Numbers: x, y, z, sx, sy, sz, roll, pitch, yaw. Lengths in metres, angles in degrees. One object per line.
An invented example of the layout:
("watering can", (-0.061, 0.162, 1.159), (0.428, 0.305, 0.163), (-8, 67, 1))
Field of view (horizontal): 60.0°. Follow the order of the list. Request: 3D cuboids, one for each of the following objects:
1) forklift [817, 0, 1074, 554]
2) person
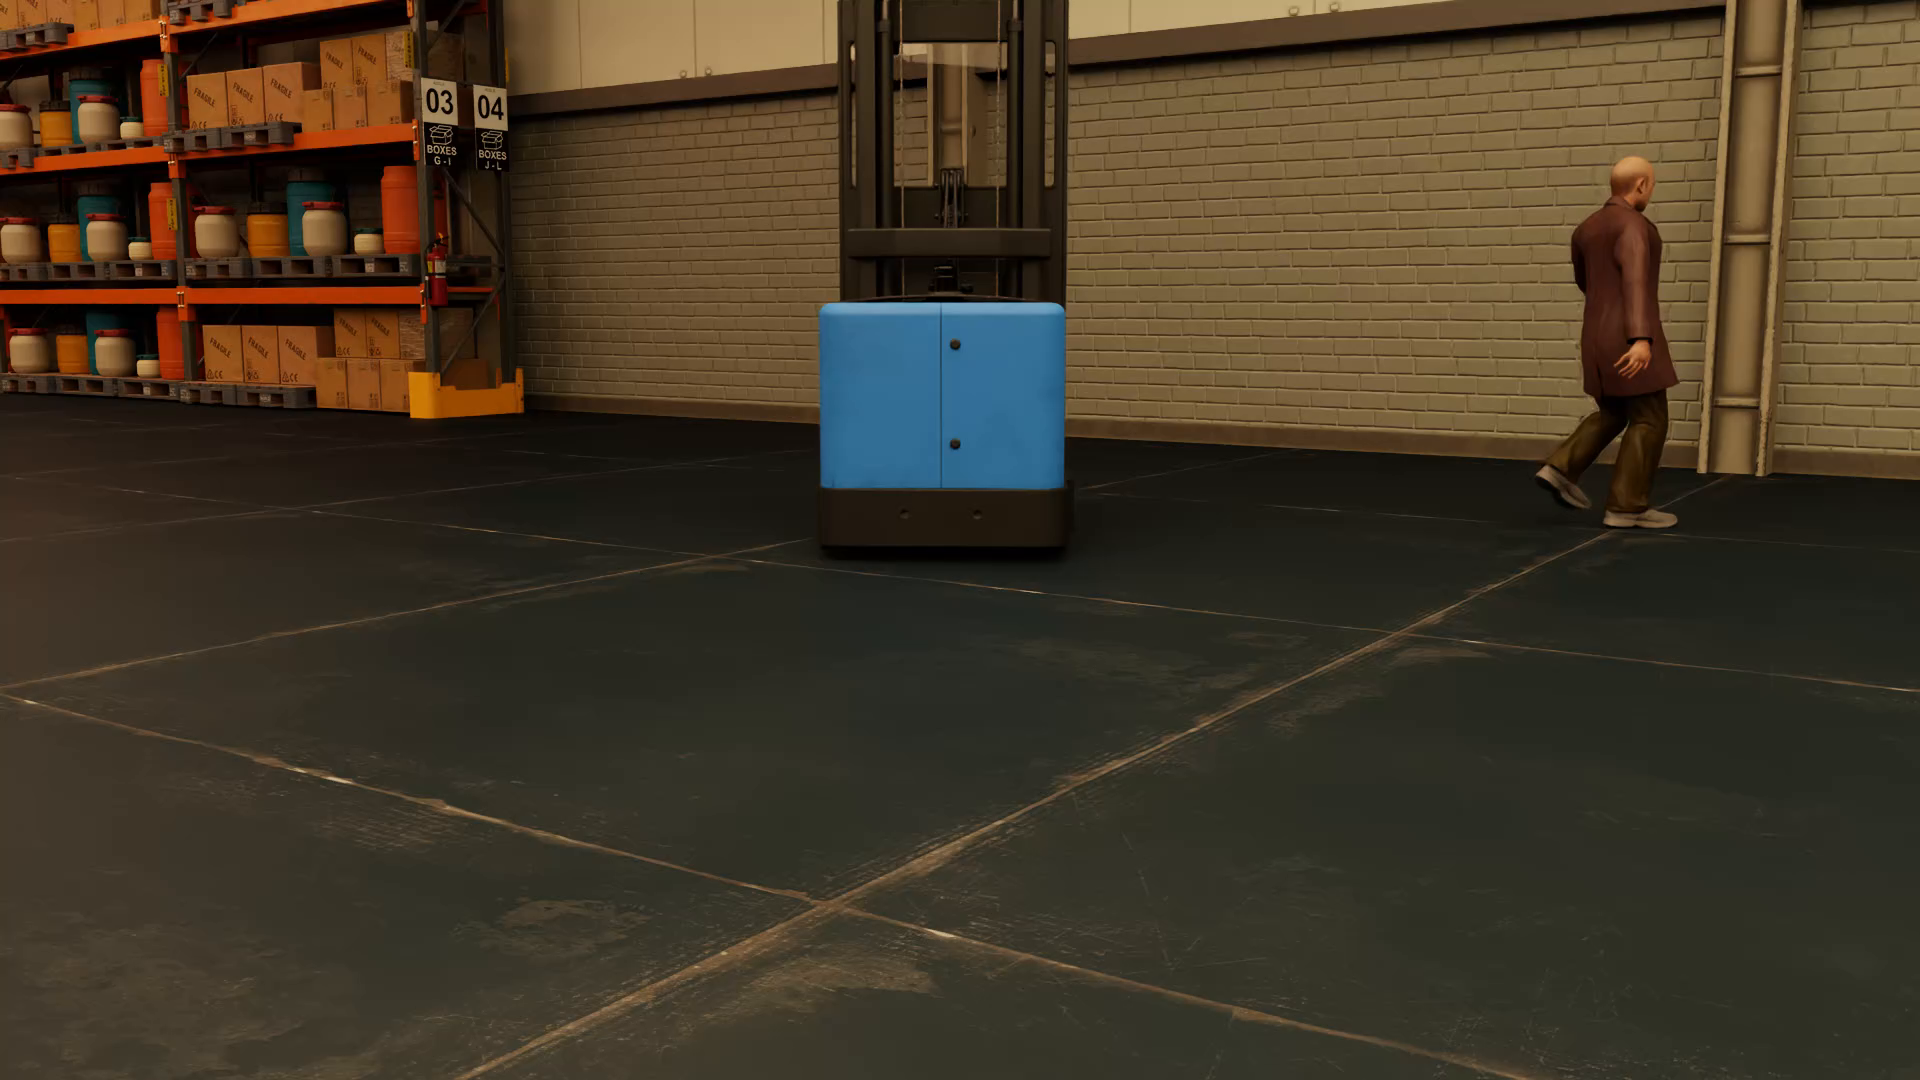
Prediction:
("forklift", (-0.023, -1.564, 8.194), (1.130, 2.935, 3.031), (0, 8, 2))
("person", (3.146, -0.939, 7.970), (0.651, 1.761, 0.852), (-2, 8, -12))
